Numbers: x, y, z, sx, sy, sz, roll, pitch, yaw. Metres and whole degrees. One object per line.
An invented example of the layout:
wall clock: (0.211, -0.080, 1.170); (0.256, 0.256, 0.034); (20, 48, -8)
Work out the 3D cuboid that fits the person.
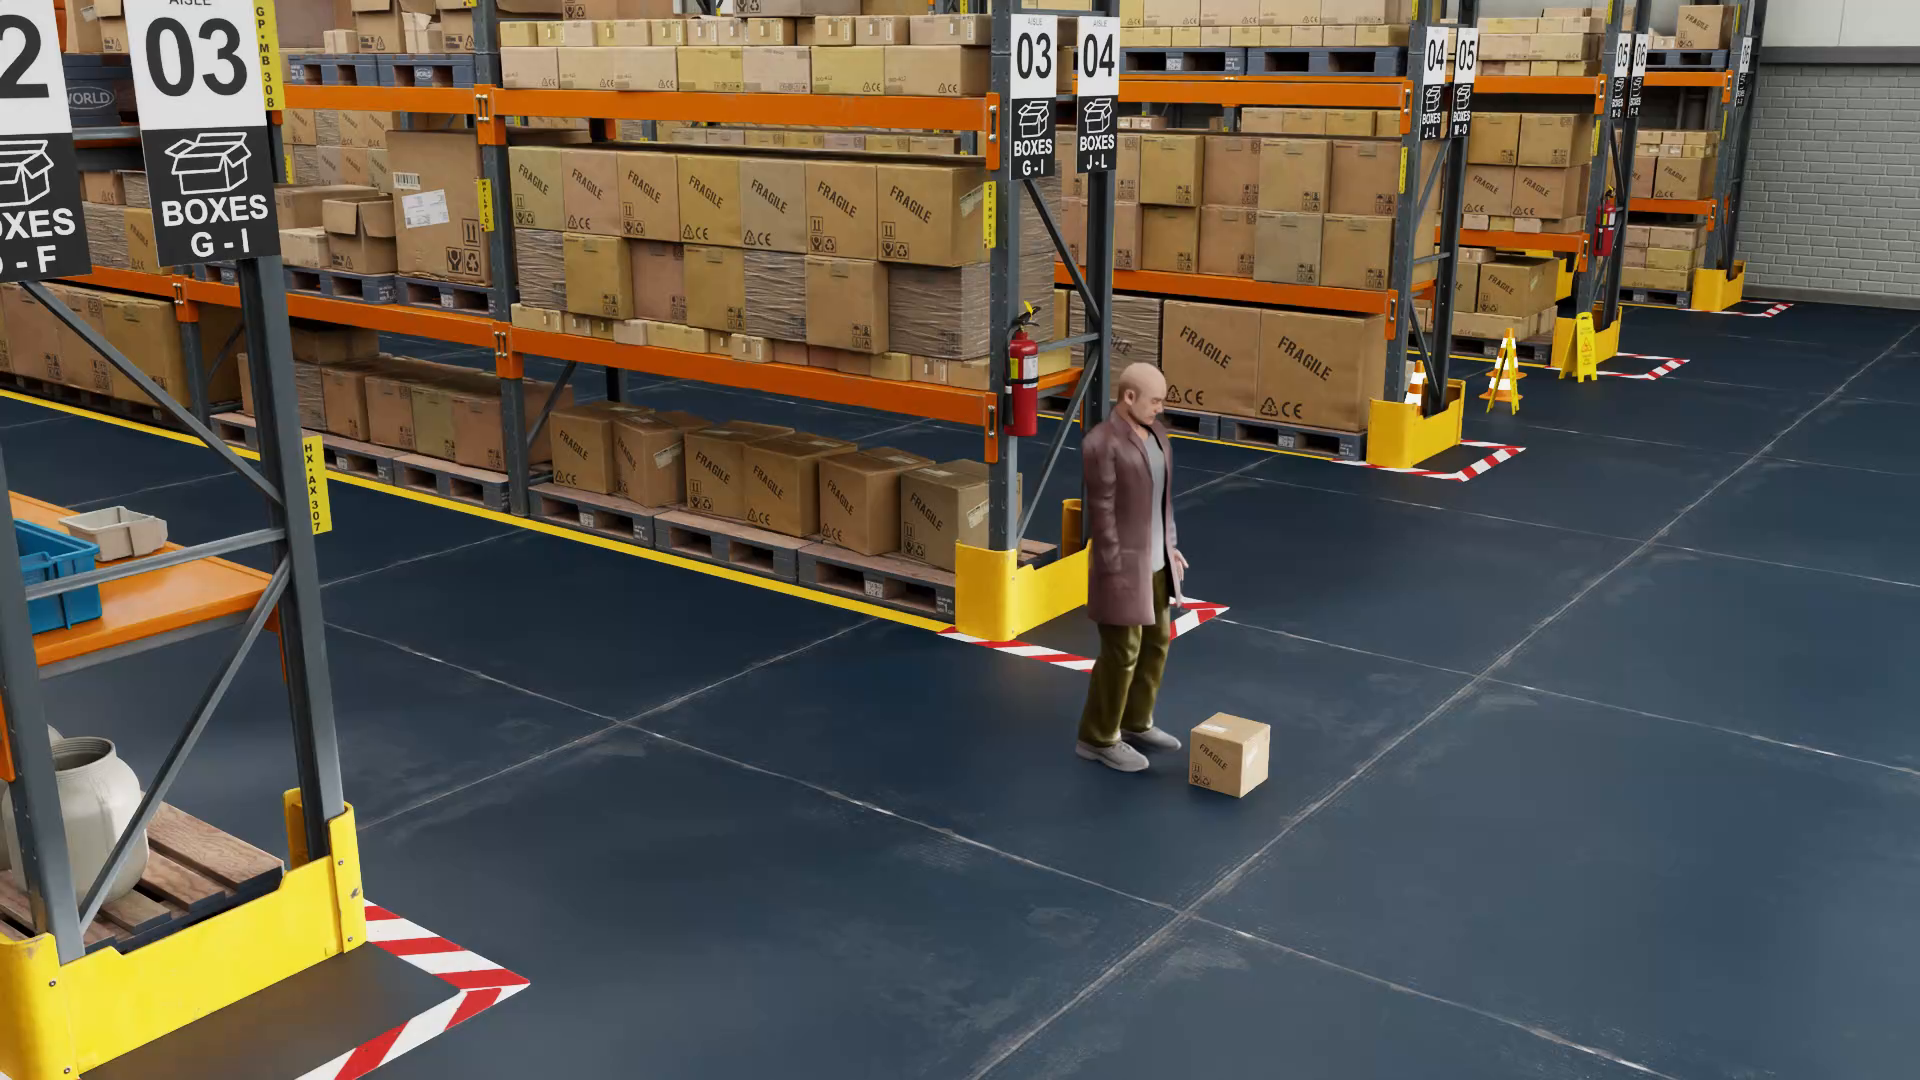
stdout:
person: (0.767, 0.106, 7.231); (0.377, 1.772, 0.564); (12, 20, 36)
